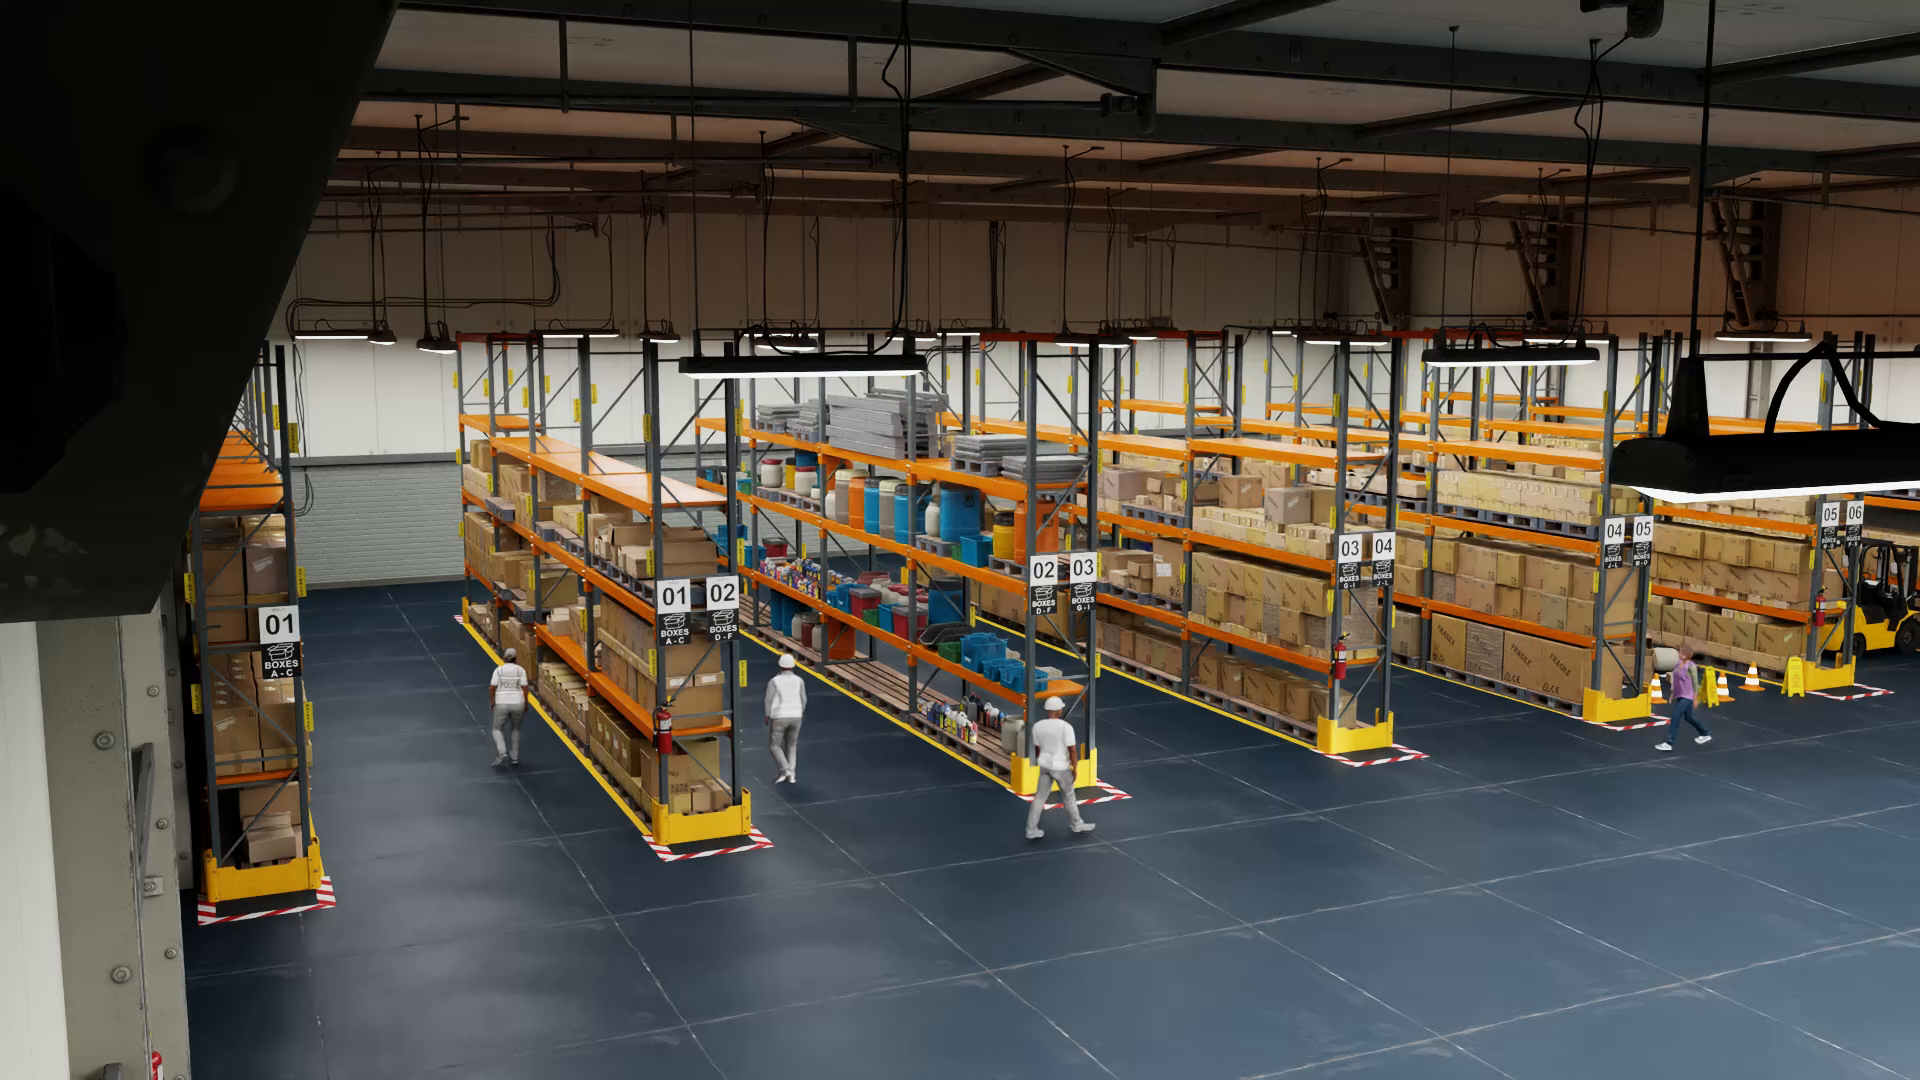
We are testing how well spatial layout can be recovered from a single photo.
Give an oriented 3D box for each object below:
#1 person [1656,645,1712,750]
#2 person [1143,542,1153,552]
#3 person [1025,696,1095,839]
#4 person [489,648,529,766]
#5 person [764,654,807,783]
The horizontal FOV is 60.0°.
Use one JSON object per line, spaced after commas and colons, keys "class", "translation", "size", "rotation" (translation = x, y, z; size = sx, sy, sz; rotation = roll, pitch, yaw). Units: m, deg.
{"class": "person", "translation": [10.607, 2.288, 24.287], "size": [0.967, 1.545, 0.418], "rotation": [-1, 8, -9]}
{"class": "person", "translation": [4.900, -0.155, 42.269], "size": [1.042, 1.579, 0.451], "rotation": [-1, 8, -7]}
{"class": "person", "translation": [1.190, 2.739, 20.208], "size": [0.968, 1.719, 0.611], "rotation": [-7, 10, -43]}
{"class": "person", "translation": [-6.368, 2.370, 23.478], "size": [0.567, 1.638, 0.709], "rotation": [-3, 8, -21]}
{"class": "person", "translation": [-2.347, 2.437, 22.595], "size": [0.599, 1.740, 0.675], "rotation": [-3, 8, -22]}
